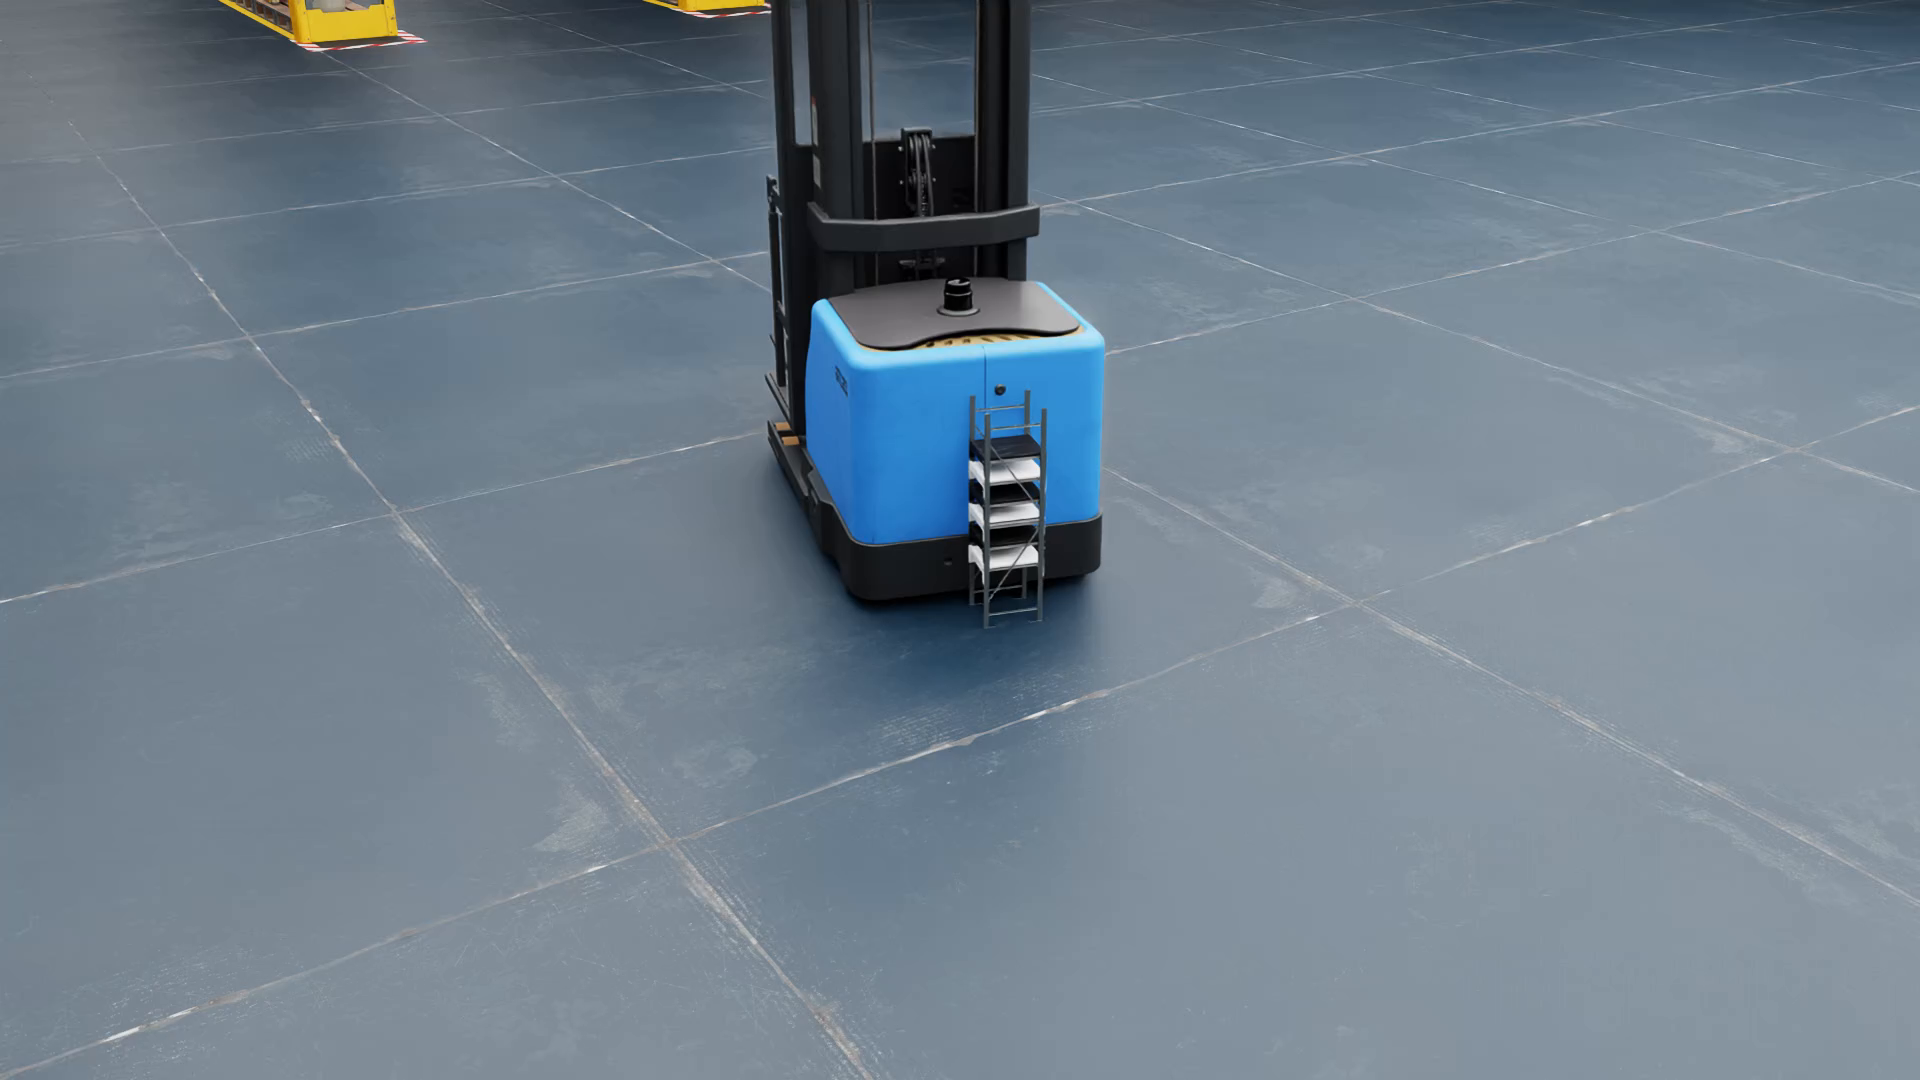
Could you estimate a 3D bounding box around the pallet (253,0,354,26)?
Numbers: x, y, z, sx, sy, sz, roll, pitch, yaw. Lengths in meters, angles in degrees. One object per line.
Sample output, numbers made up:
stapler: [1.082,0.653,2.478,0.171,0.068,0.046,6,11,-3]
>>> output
pallet: [-8.530,-6.912,21.644,1.003,0.211,1.213,-16,29,-30]

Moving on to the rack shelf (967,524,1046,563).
rack shelf: [0.180,-0.001,6.487,0.258,0.077,0.200,-7,26,-14]

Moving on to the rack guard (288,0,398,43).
rack guard: [-7.429,-6.315,20.041,1.175,0.500,0.348,-16,29,-30]

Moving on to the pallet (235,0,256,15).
pallet: [-9.200,-7.349,22.570,1.003,0.211,1.213,-16,29,-30]

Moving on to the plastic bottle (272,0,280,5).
plastic bottle: [-8.718,-6.917,21.152,0.097,0.201,0.097,0,25,0]

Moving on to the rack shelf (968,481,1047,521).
rack shelf: [0.180,-0.164,6.410,0.258,0.077,0.200,-7,26,-14]

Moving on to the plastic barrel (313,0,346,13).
plastic barrel: [-7.771,-6.711,20.376,0.421,0.512,0.421,0,25,0]

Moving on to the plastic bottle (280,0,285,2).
plastic bottle: [-8.743,-7.076,21.392,0.061,0.283,0.133,-16,29,-30]

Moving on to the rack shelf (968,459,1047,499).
rack shelf: [0.180,-0.245,6.372,0.258,0.077,0.200,-7,26,-14]

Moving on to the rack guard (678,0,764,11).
rack guard: [-3.239,-7.480,22.509,1.175,0.500,0.348,-16,29,-30]

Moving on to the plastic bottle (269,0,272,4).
plastic bottle: [-8.797,-6.992,21.214,0.061,0.283,0.133,-15,29,-28]

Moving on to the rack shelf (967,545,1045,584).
rack shelf: [0.180,0.080,6.525,0.258,0.077,0.200,-7,26,-14]

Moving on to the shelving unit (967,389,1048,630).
shelving unit: [0.180,-0.113,6.434,0.258,0.900,0.210,-7,26,-14]

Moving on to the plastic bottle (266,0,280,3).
plastic bottle: [-8.832,-7.048,21.340,0.152,0.276,0.135,-15,29,-29]

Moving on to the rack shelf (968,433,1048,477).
rack shelf: [0.180,-0.327,6.333,0.258,0.077,0.200,-7,26,-14]

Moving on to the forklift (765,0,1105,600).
forklift: [-0.309,-1.693,7.404,1.130,2.935,3.031,-7,26,-14]

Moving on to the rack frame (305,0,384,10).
rack frame: [-7.348,-7.429,19.473,1.000,3.000,0.127,-16,29,-30]

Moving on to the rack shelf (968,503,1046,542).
rack shelf: [0.180,-0.082,6.449,0.258,0.077,0.200,-7,26,-14]

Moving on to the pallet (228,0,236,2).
pallet: [-9.993,-7.871,23.675,1.003,0.211,1.213,-16,29,-30]

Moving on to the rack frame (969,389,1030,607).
rack frame: [0.153,-0.154,6.523,0.240,0.900,0.006,-7,26,-14]

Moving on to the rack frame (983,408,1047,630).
rack frame: [0.208,-0.071,6.346,0.240,0.900,0.006,-7,26,-14]

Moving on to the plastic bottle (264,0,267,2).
plastic bottle: [-8.908,-7.097,21.445,0.152,0.276,0.135,-16,30,-31]

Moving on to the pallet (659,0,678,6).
pallet: [-3.653,-7.648,23.204,1.003,0.211,1.213,-16,29,-30]

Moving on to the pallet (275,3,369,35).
pallet: [-7.868,-6.476,20.721,1.003,0.211,1.213,-16,29,-30]
